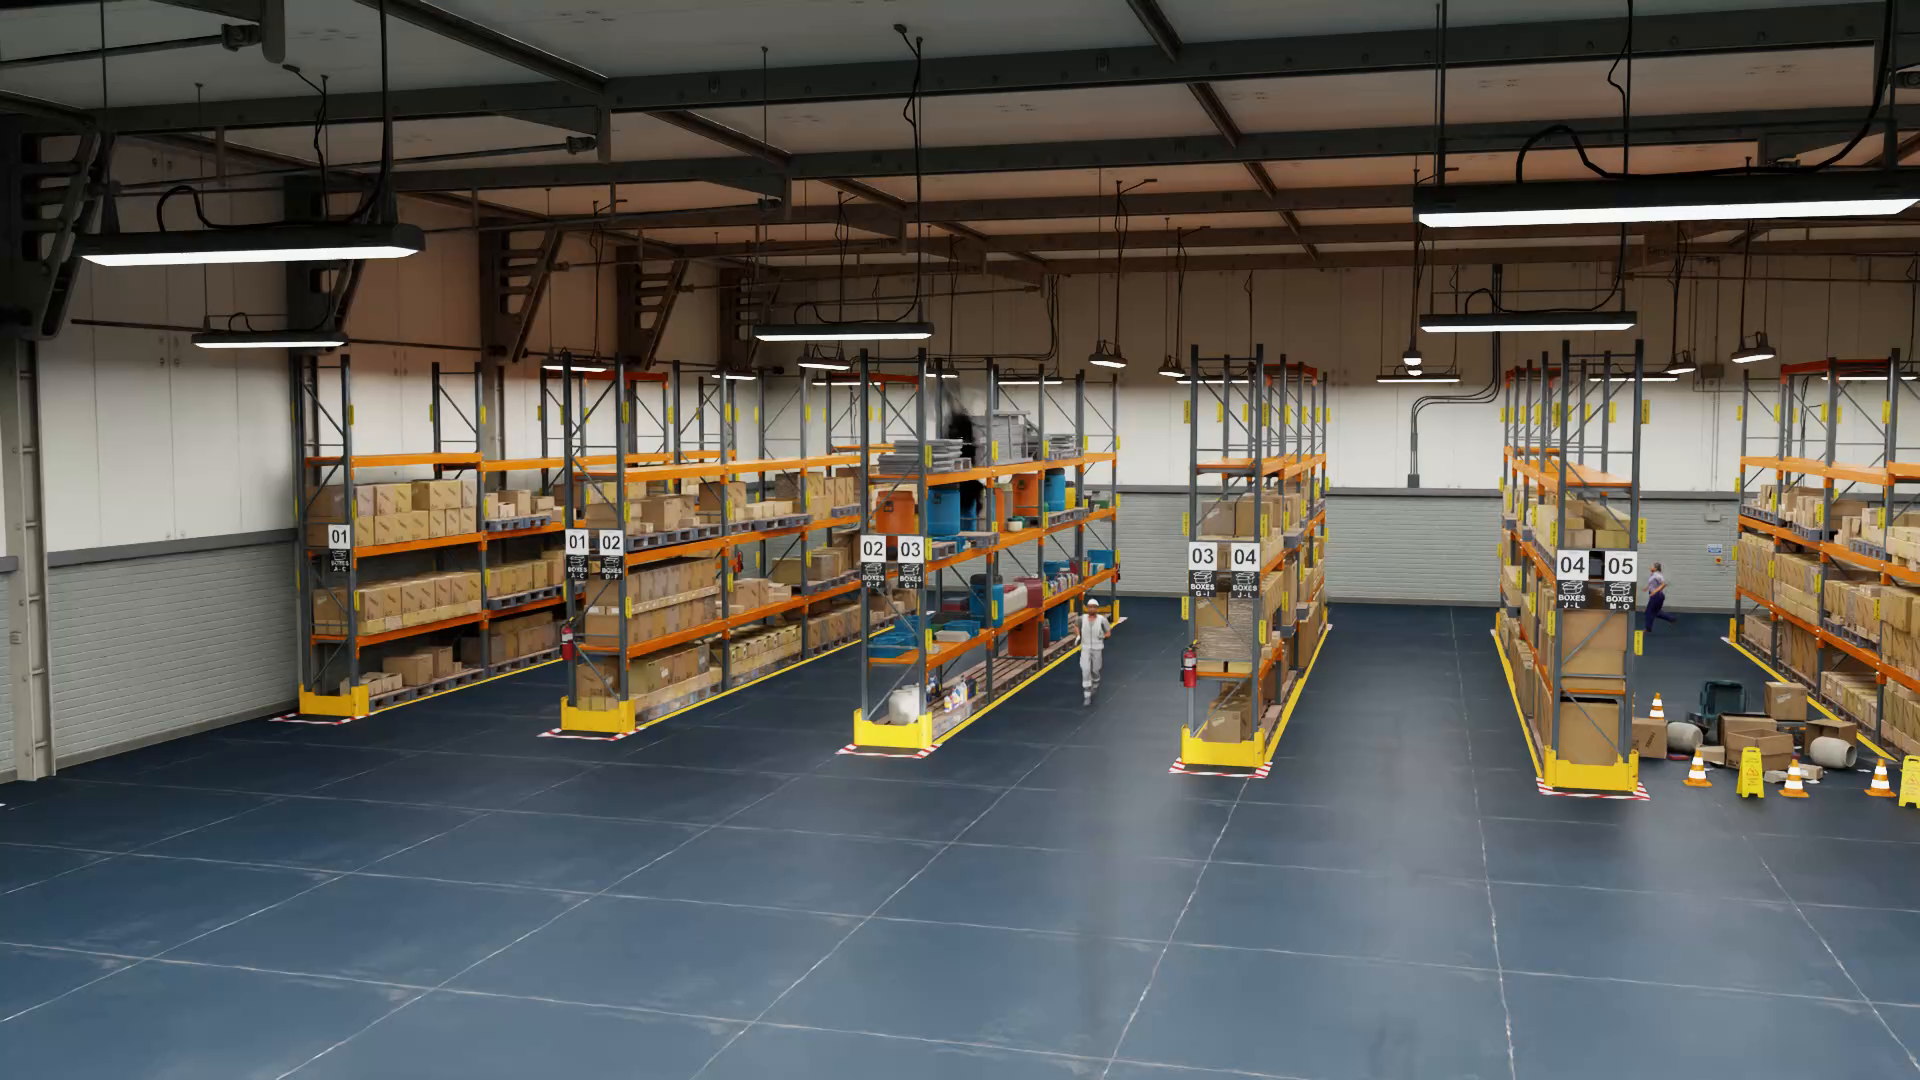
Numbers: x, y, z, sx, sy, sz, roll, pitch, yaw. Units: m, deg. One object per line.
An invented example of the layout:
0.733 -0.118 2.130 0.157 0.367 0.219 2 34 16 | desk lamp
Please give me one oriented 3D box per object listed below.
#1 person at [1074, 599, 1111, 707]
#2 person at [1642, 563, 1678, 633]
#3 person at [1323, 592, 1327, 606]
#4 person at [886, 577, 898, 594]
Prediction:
2.295 1.923 28.924 0.643 1.805 0.983 0 4 6 | person
16.048 1.342 38.164 0.848 1.648 0.615 1 5 18 | person
8.563 1.166 40.124 0.536 1.668 0.646 4 6 44 | person
-1.832 0.922 43.125 0.763 1.800 0.631 1 4 17 | person
